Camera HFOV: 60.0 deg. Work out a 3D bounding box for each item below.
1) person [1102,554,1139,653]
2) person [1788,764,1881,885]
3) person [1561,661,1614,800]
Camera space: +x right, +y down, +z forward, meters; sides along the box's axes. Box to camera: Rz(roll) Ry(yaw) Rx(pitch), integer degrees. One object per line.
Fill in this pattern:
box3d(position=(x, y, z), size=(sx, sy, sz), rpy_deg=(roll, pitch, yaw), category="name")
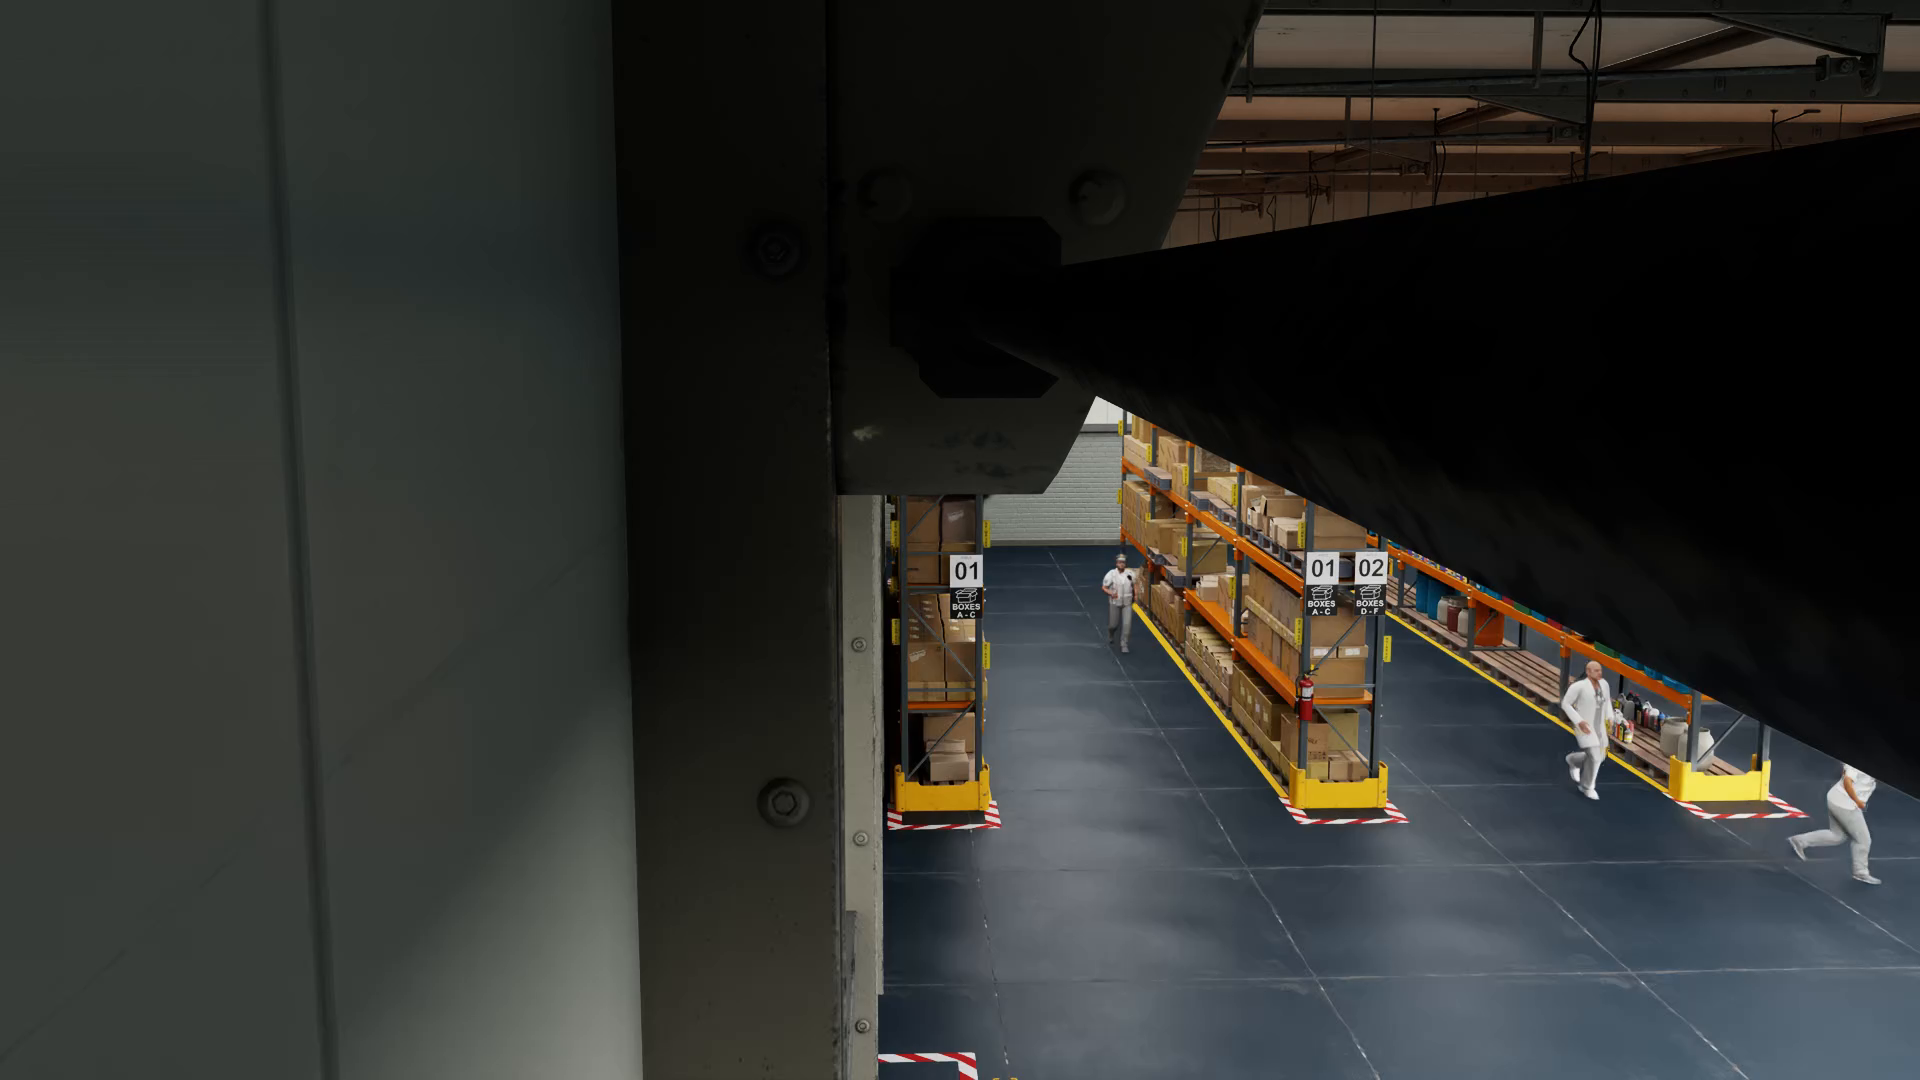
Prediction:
box3d(position=(2.870, 1.104, 29.643), size=(0.674, 1.740, 0.782), rpy_deg=(-1, 8, -6), category="person")
box3d(position=(9.534, 2.904, 18.045), size=(0.939, 1.614, 0.608), rpy_deg=(5, 10, 29), category="person")
box3d(position=(7.951, 2.390, 21.190), size=(0.741, 1.769, 0.714), rpy_deg=(-3, 9, -22), category="person")
